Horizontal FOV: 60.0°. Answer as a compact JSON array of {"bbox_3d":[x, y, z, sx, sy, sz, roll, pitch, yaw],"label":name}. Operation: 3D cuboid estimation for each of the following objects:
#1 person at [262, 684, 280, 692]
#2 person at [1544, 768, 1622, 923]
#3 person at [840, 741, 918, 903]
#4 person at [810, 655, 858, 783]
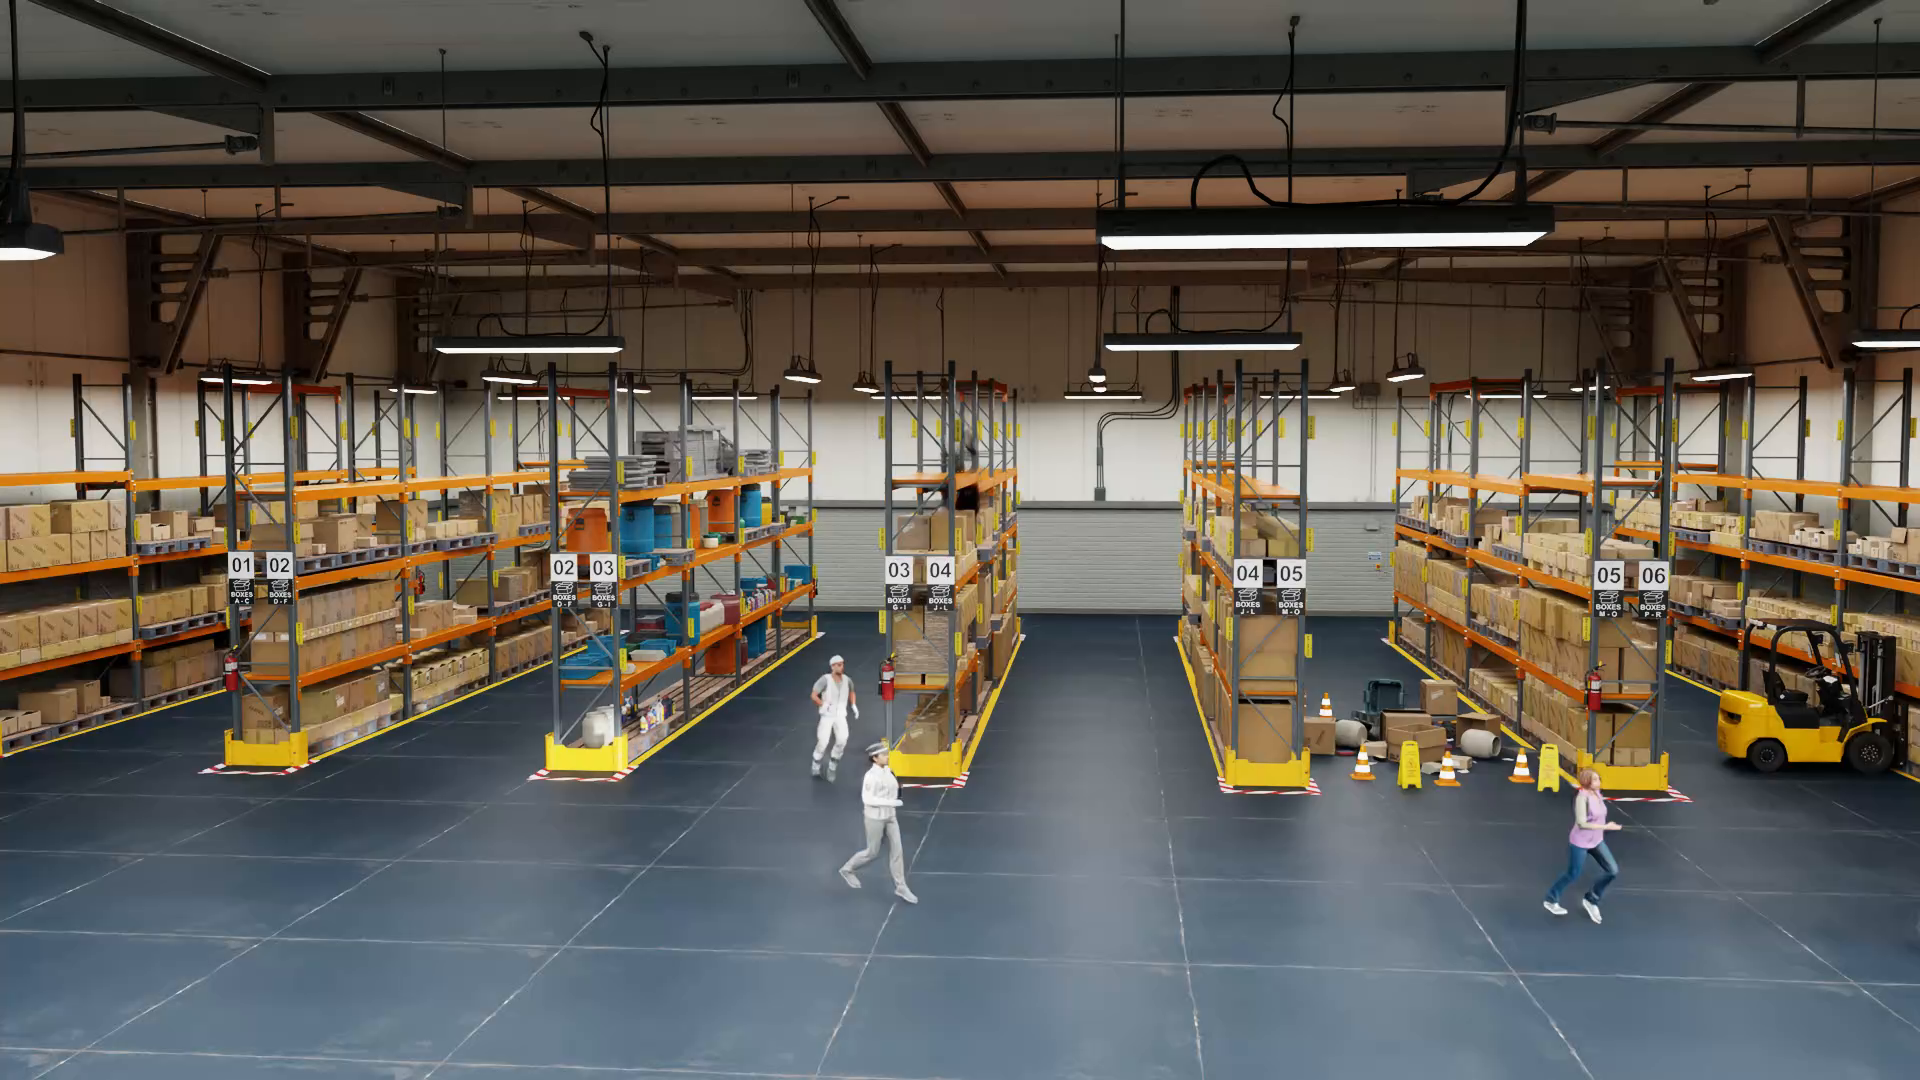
[{"bbox_3d":[-11.779,2.238,28.455,0.660,1.805,0.969,0,4,5],"label":"person"},{"bbox_3d":[6.363,3.087,16.878,0.548,1.582,0.808,-3,5,-36],"label":"person"},{"bbox_3d":[-0.869,2.981,17.742,0.924,1.712,0.613,2,4,30],"label":"person"},{"bbox_3d":[-1.792,2.554,23.861,0.732,1.799,0.633,-2,4,-24],"label":"person"}]
